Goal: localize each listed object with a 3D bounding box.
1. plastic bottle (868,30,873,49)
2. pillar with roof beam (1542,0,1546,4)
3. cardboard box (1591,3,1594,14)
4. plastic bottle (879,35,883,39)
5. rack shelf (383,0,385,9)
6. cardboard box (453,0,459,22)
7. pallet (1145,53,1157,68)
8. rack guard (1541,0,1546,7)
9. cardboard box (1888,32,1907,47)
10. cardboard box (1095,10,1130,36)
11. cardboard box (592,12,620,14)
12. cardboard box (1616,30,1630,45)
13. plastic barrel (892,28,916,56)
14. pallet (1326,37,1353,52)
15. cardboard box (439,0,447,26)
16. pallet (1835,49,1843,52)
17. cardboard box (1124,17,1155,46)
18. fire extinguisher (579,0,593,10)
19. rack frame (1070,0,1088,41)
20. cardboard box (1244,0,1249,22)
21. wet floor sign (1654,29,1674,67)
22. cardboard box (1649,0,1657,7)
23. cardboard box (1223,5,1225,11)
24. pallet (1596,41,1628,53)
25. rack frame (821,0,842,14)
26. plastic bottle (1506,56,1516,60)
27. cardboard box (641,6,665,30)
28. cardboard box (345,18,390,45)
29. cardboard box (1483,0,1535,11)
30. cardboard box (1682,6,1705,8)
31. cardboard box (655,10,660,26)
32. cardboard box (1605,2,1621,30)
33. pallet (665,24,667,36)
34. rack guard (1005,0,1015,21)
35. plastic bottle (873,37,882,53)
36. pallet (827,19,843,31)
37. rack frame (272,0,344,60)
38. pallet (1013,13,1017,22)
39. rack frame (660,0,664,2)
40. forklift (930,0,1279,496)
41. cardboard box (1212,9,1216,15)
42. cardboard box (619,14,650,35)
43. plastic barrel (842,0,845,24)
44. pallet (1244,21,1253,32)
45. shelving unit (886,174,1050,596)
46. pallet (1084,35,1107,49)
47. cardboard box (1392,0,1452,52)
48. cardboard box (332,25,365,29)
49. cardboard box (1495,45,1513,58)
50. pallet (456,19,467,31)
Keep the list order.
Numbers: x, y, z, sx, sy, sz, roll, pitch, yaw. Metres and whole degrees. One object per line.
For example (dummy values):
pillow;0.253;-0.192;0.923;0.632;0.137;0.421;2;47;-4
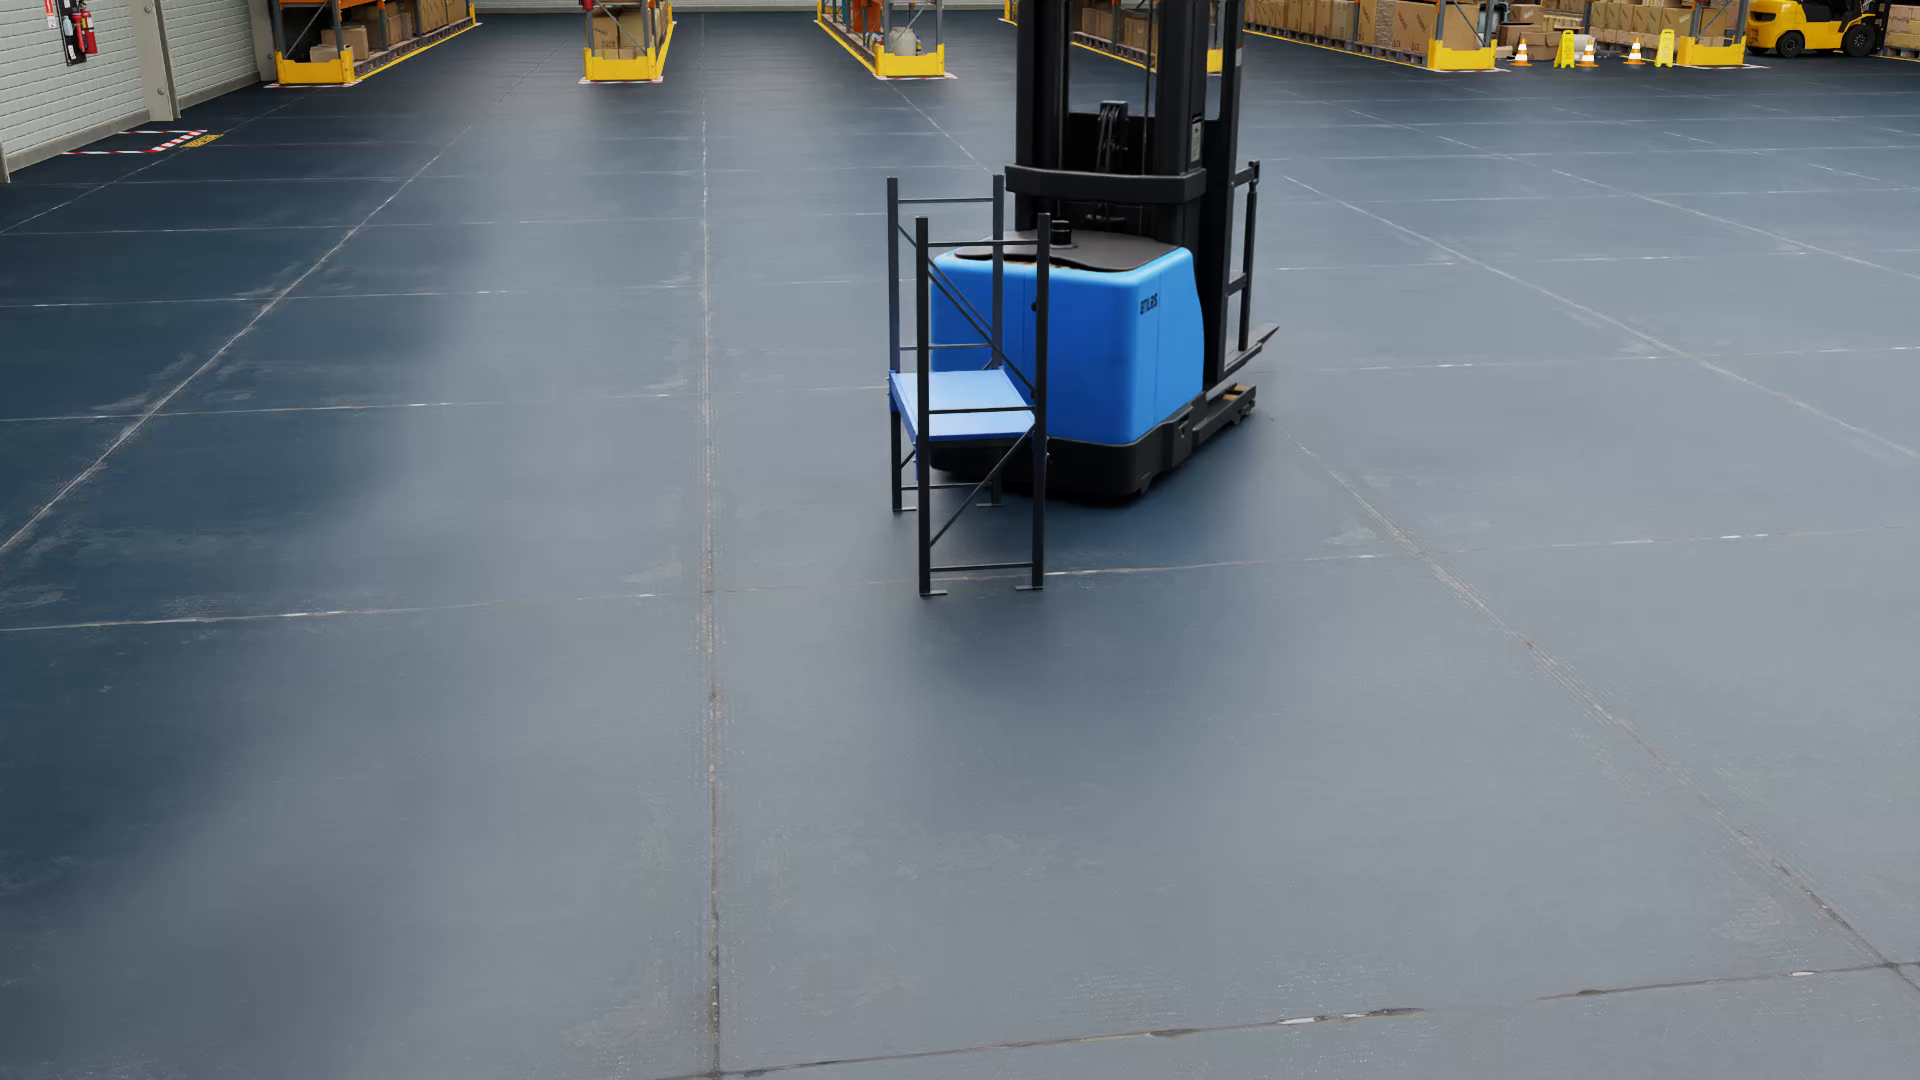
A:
plastic bottle;-1.654;-9.430;31.334;0.144;0.351;0.185;-4;21;-10
pillar with roof beam;12.746;-19.559;46.722;9.100;9.000;0.400;-3;21;-8
cardboard box;16.657;-13.819;43.236;0.396;0.266;0.258;-2;21;-6
plastic bottle;-1.450;-9.264;30.996;0.152;0.276;0.135;-3;21;-8
rack shelf;-11.479;-10.686;32.568;1.077;0.370;4.000;-3;21;-8
cardboard box;-12.491;-12.742;40.018;0.700;0.500;0.500;-2;21;-6
pallet;3.998;-8.698;30.203;1.003;0.211;1.213;-3;21;-8
rack guard;16.513;-14.789;46.098;1.175;0.500;0.348;-3;21;-8
cardboard box;18.366;-9.675;32.162;0.500;0.250;0.500;-3;21;-8
cardboard box;3.235;-10.882;35.008;0.700;0.500;0.500;-1;21;-3
cardboard box;-6.314;-9.146;29.675;0.500;0.500;0.500;-3;21;-8
cardboard box;13.306;-9.903;32.773;0.500;0.250;0.500;-3;21;-8
plastic barrel;-0.981;-8.701;29.180;0.421;0.512;0.421;0;20;0
pallet;8.251;-10.252;34.364;1.003;0.211;1.213;-3;21;-8
cardboard box;-12.121;-12.072;37.722;0.750;0.750;0.750;-3;21;-7
pallet;18.305;-10.248;34.352;1.003;0.211;1.213;-3;21;-8
cardboard box;3.532;-9.965;32.583;0.500;0.500;0.500;-4;21;-9
fire extinguisher;-6.155;-9.096;27.394;0.296;0.674;0.183;-3;21;-8
rack frame;2.938;-12.465;36.303;1.000;3.000;0.127;-3;21;-8
cardboard box;7.128;-12.822;40.230;0.500;0.500;0.500;-2;21;-6
wet floor sign;12.866;-8.972;30.317;0.267;0.644;0.232;4;21;11
cardboard box;13.371;-10.234;31.661;0.380;0.149;0.250;-3;21;-7
cardboard box;6.817;-13.344;41.705;0.380;0.149;0.250;-4;21;-10
pallet;13.453;-10.043;33.804;1.003;0.211;1.213;-3;21;-8
rack frame;-3.117;-14.985;43.051;1.000;3.000;0.127;-3;21;-8
plastic bottle;10.591;-9.263;31.929;0.133;0.061;0.283;-11;23;-26
cardboard box;-6.797;-11.529;36.740;0.500;0.500;0.500;-3;21;-8
cardboard box;-11.437;-9.796;32.101;0.700;0.500;0.500;-3;21;-9
cardboard box;12.727;-12.410;38.591;0.875;0.875;0.875;-3;21;-8
cardboard box;13.971;-9.937;31.793;0.500;0.500;0.500;-4;21;-10
cardboard box;-6.465;-10.790;34.345;0.500;0.311;0.500;-3;21;-9
cardboard box;13.228;-10.437;33.132;0.500;0.500;0.500;-2;21;-6
pallet;-7.288;-11.766;38.416;1.003;0.211;1.213;-3;21;-8
rack guard;1.781;-14.072;44.179;1.175;0.500;0.348;-3;21;-8
plastic bottle;-1.518;-9.078;30.499;0.152;0.276;0.135;-3;21;-7
pallet;-2.684;-12.547;40.507;1.003;0.211;1.213;-3;21;-8
rack frame;-10.614;-8.946;26.881;1.000;3.000;0.127;-3;21;-8
pallet;1.977;-13.656;43.477;1.003;0.211;1.213;-3;21;-8
rack frame;-7.442;-13.352;38.677;1.000;3.000;0.127;-3;21;-8
forklift;0.955;-2.046;8.505;1.130;2.935;3.031;10;23;25
cardboard box;6.702;-13.579;42.760;0.380;0.149;0.250;-3;21;-8
cardboard box;-5.728;-8.999;29.282;0.500;0.500;0.500;-3;21;-8
plastic barrel;-2.479;-12.625;39.130;0.600;0.901;0.708;-3;21;-8
pallet;7.398;-12.489;40.354;1.003;0.211;1.213;-3;21;-8
shelving unit;0.012;-0.673;6.875;0.538;1.500;1.048;-3;21;-8
pallet;3.222;-10.467;34.938;1.003;0.211;1.213;-3;21;-8
cardboard box;8.722;-9.648;31.197;0.875;0.875;0.875;-3;21;-9
cardboard box;-11.001;-9.008;29.992;0.500;0.500;0.500;-4;21;-12
cardboard box;10.507;-9.512;32.305;0.396;0.266;0.258;1;20;2
pallet;-12.555;-12.485;40.341;1.003;0.211;1.213;-3;21;-8
